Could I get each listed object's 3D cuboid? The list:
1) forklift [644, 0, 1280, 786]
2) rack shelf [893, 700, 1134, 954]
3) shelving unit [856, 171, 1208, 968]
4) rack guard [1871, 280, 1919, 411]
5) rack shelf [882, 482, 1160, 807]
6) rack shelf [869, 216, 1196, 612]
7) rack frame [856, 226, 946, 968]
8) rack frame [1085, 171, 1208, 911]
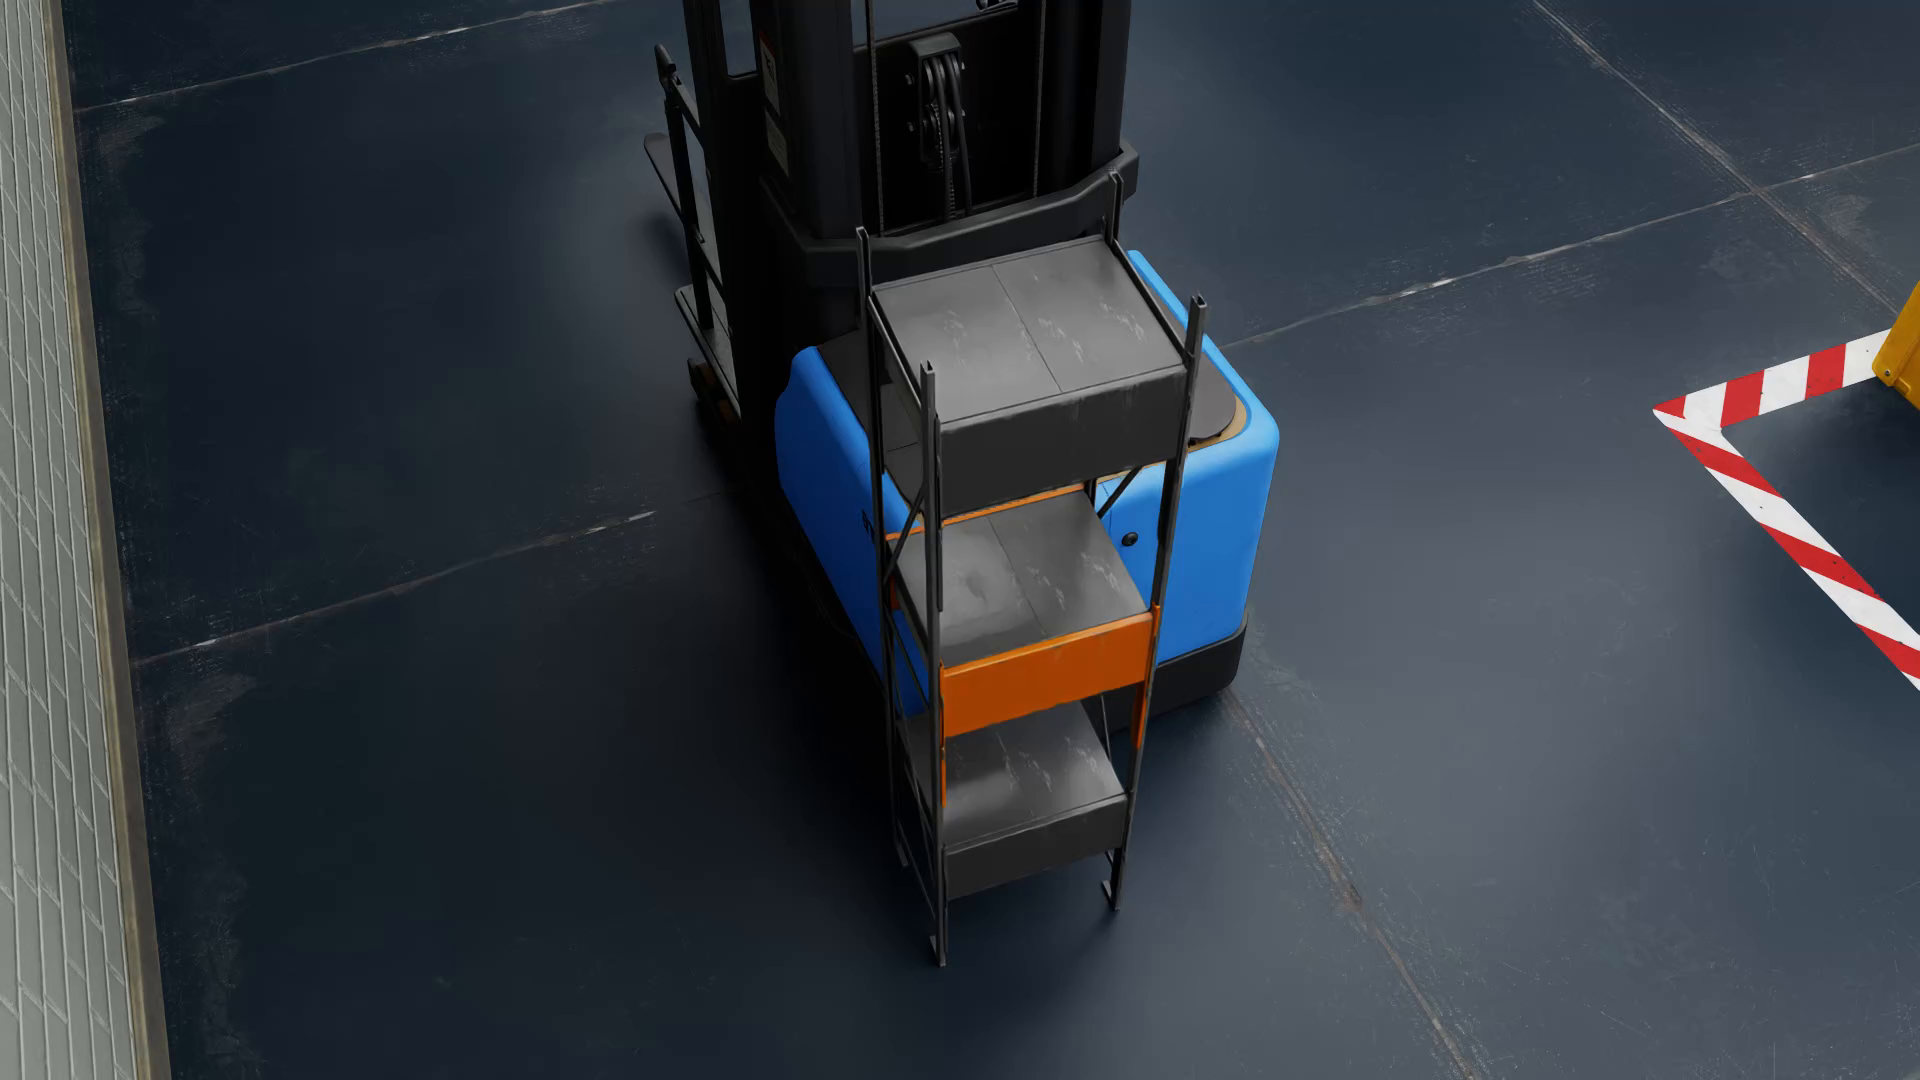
[{"bbox_3d":[-0.259,-1.390,4.512,1.130,2.935,3.031,-19,52,-16],"label":"forklift"},{"bbox_3d":[0.120,0.680,4.221,0.480,0.518,0.431,-15,51,-12],"label":"rack shelf"},{"bbox_3d":[0.119,0.212,3.682,0.503,2.100,0.431,-15,51,-12],"label":"shelving unit"},{"bbox_3d":[3.517,-0.415,5.277,0.348,0.500,1.175,-17,52,-14],"label":"rack guard"},{"bbox_3d":[0.119,0.221,3.692,0.480,0.518,0.431,-15,51,-12],"label":"rack shelf"},{"bbox_3d":[0.118,-0.238,3.164,0.480,0.518,0.431,-15,51,-12],"label":"rack shelf"},{"bbox_3d":[-0.112,0.273,3.630,0.015,2.100,0.400,-15,51,-12],"label":"rack frame"},{"bbox_3d":[0.349,0.151,3.734,0.015,2.100,0.400,-15,51,-12],"label":"rack frame"}]
